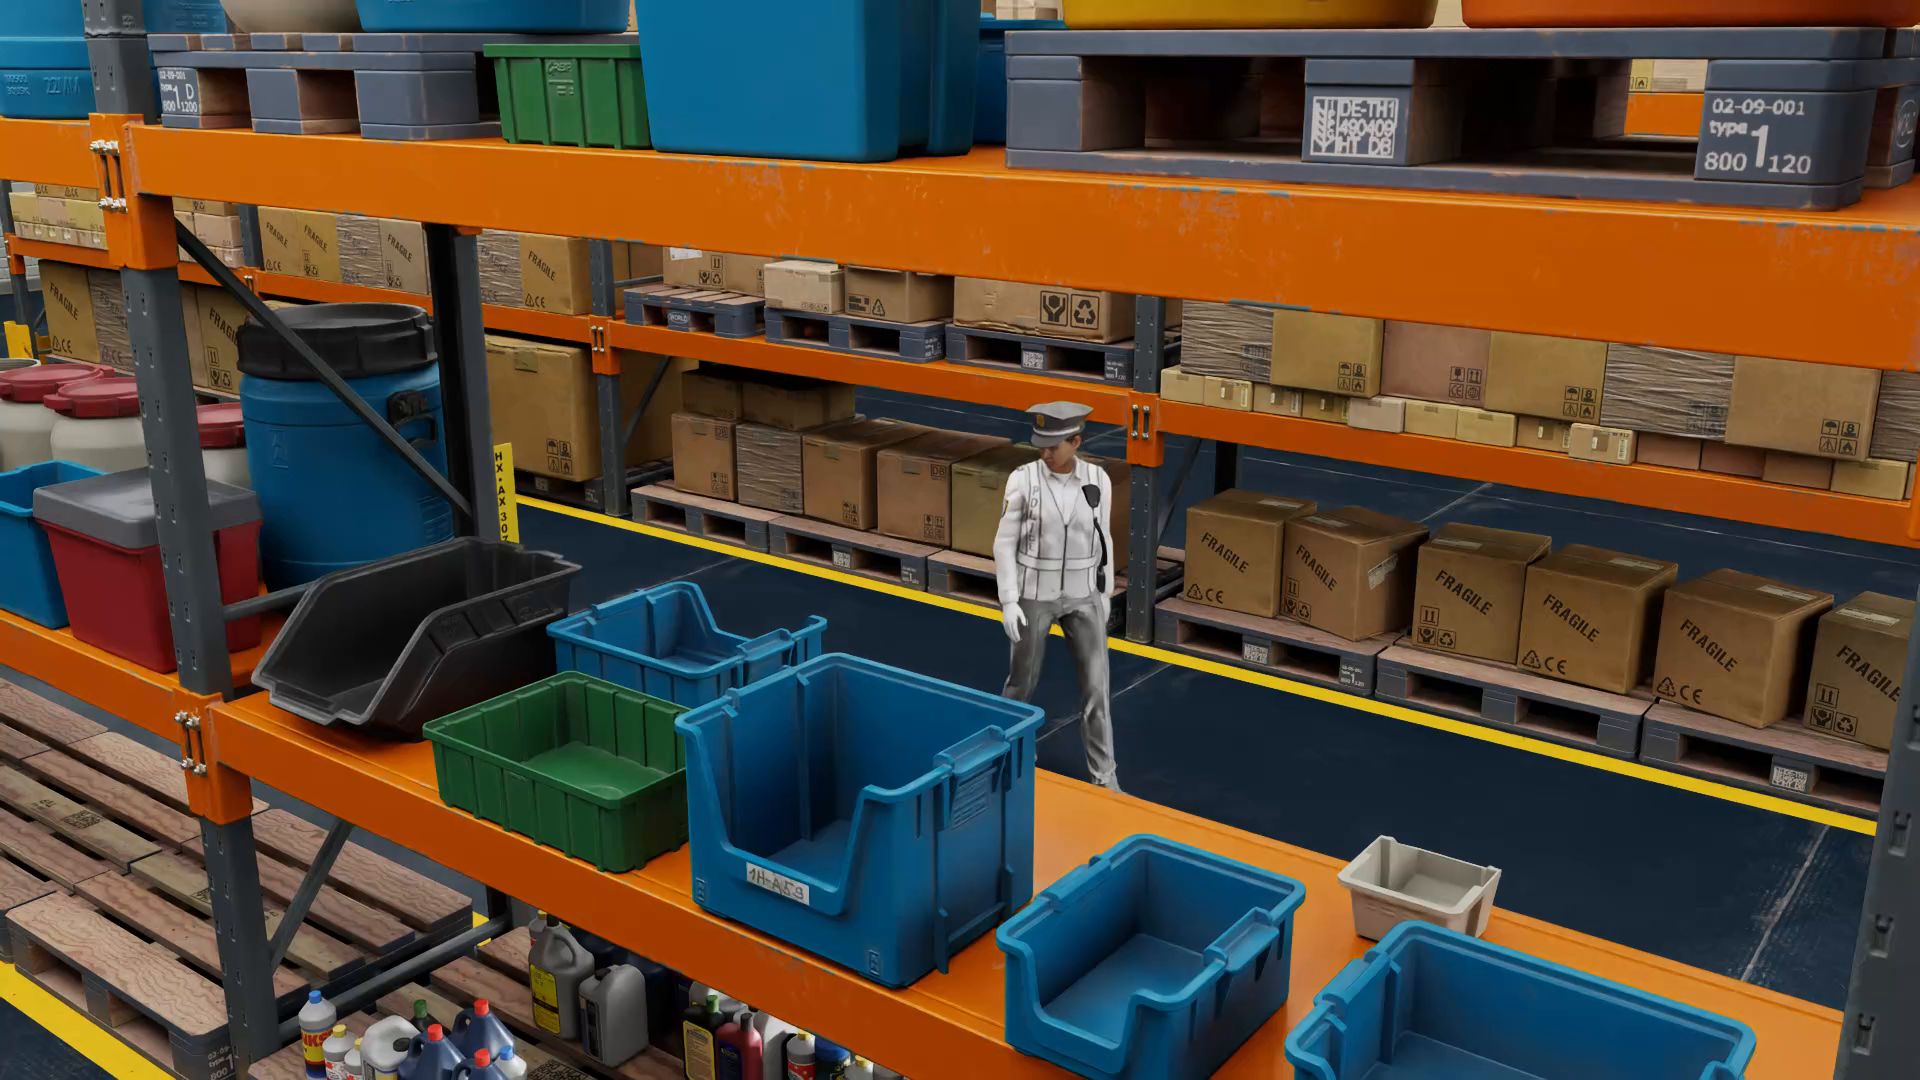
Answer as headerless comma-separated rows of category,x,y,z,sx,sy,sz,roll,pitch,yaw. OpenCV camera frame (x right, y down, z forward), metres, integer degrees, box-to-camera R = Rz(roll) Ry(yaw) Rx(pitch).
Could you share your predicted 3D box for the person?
person,0.398,0.247,6.697,0.518,1.631,0.868,-3,17,-9
